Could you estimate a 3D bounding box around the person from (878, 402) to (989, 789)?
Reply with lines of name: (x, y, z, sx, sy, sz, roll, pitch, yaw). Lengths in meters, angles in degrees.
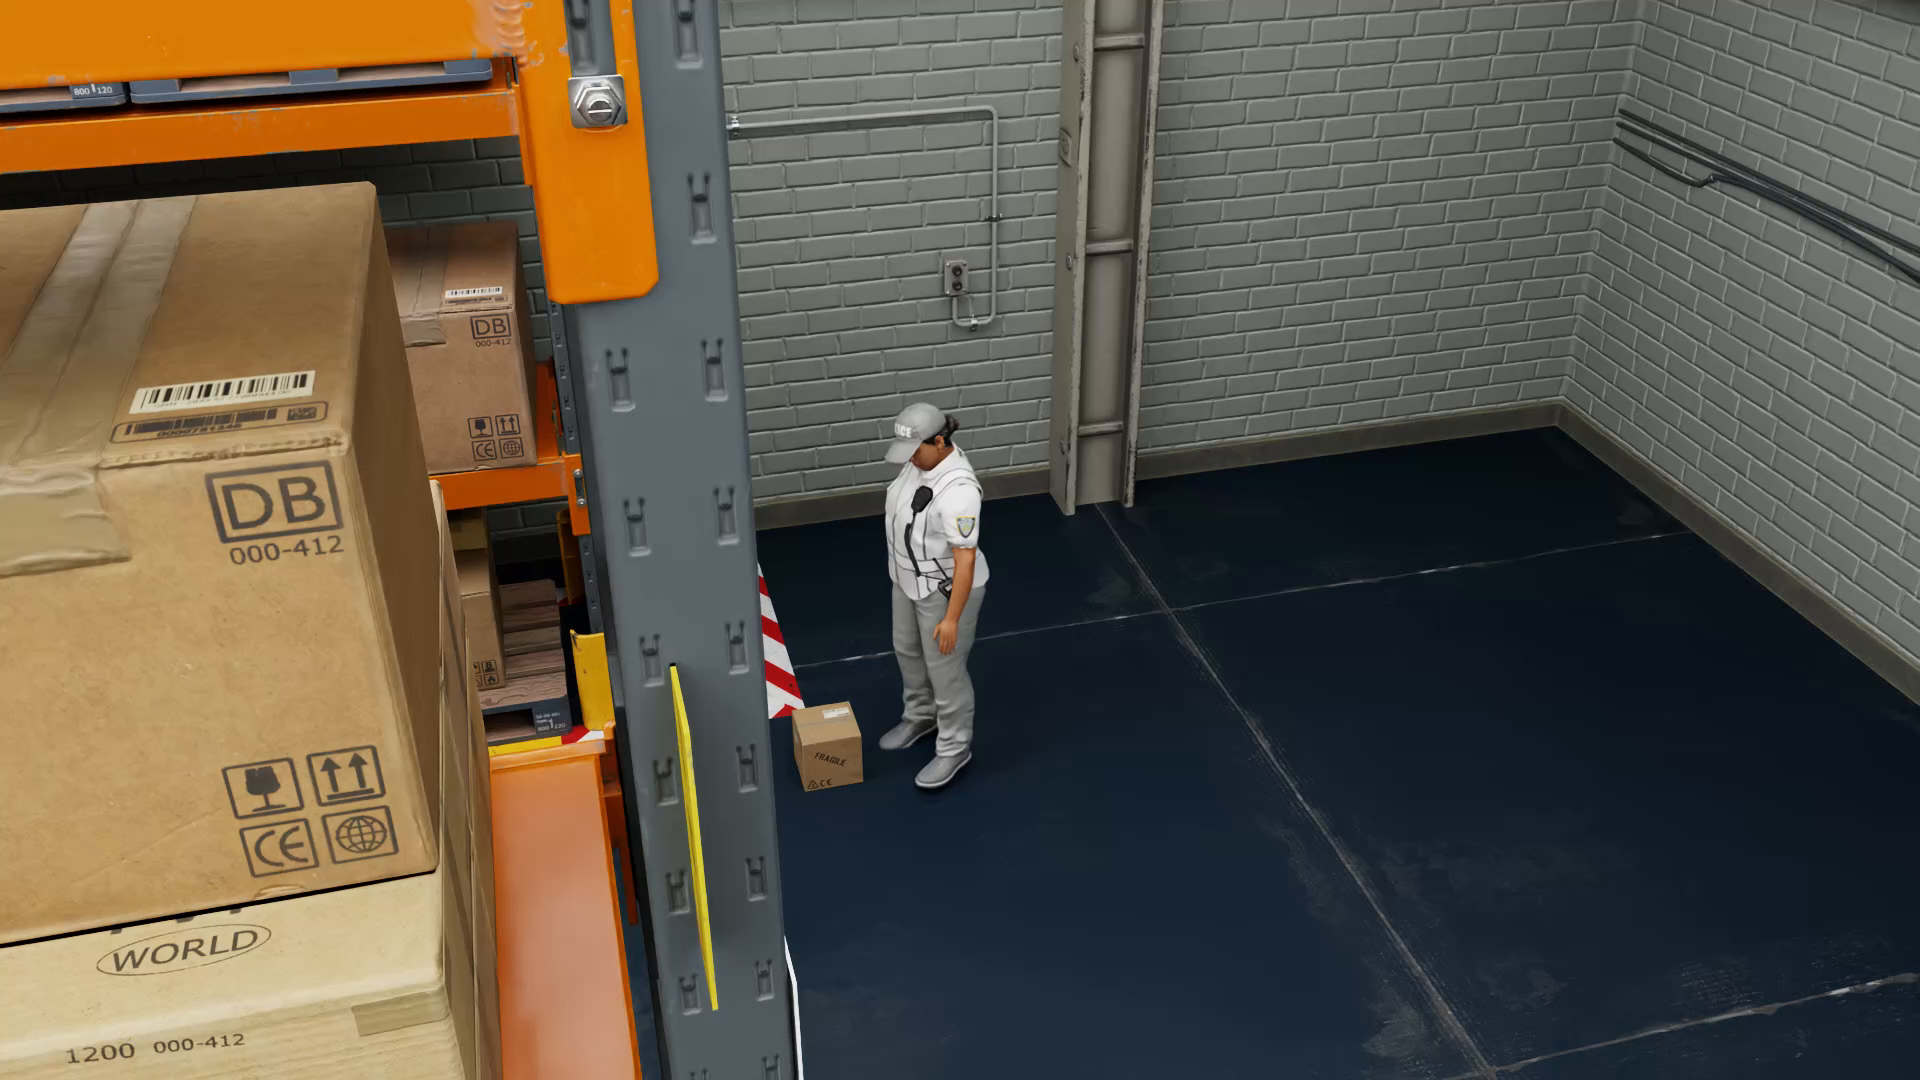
person: (-0.094, 0.223, 6.758, 0.408, 1.697, 0.587, -14, 33, -23)
